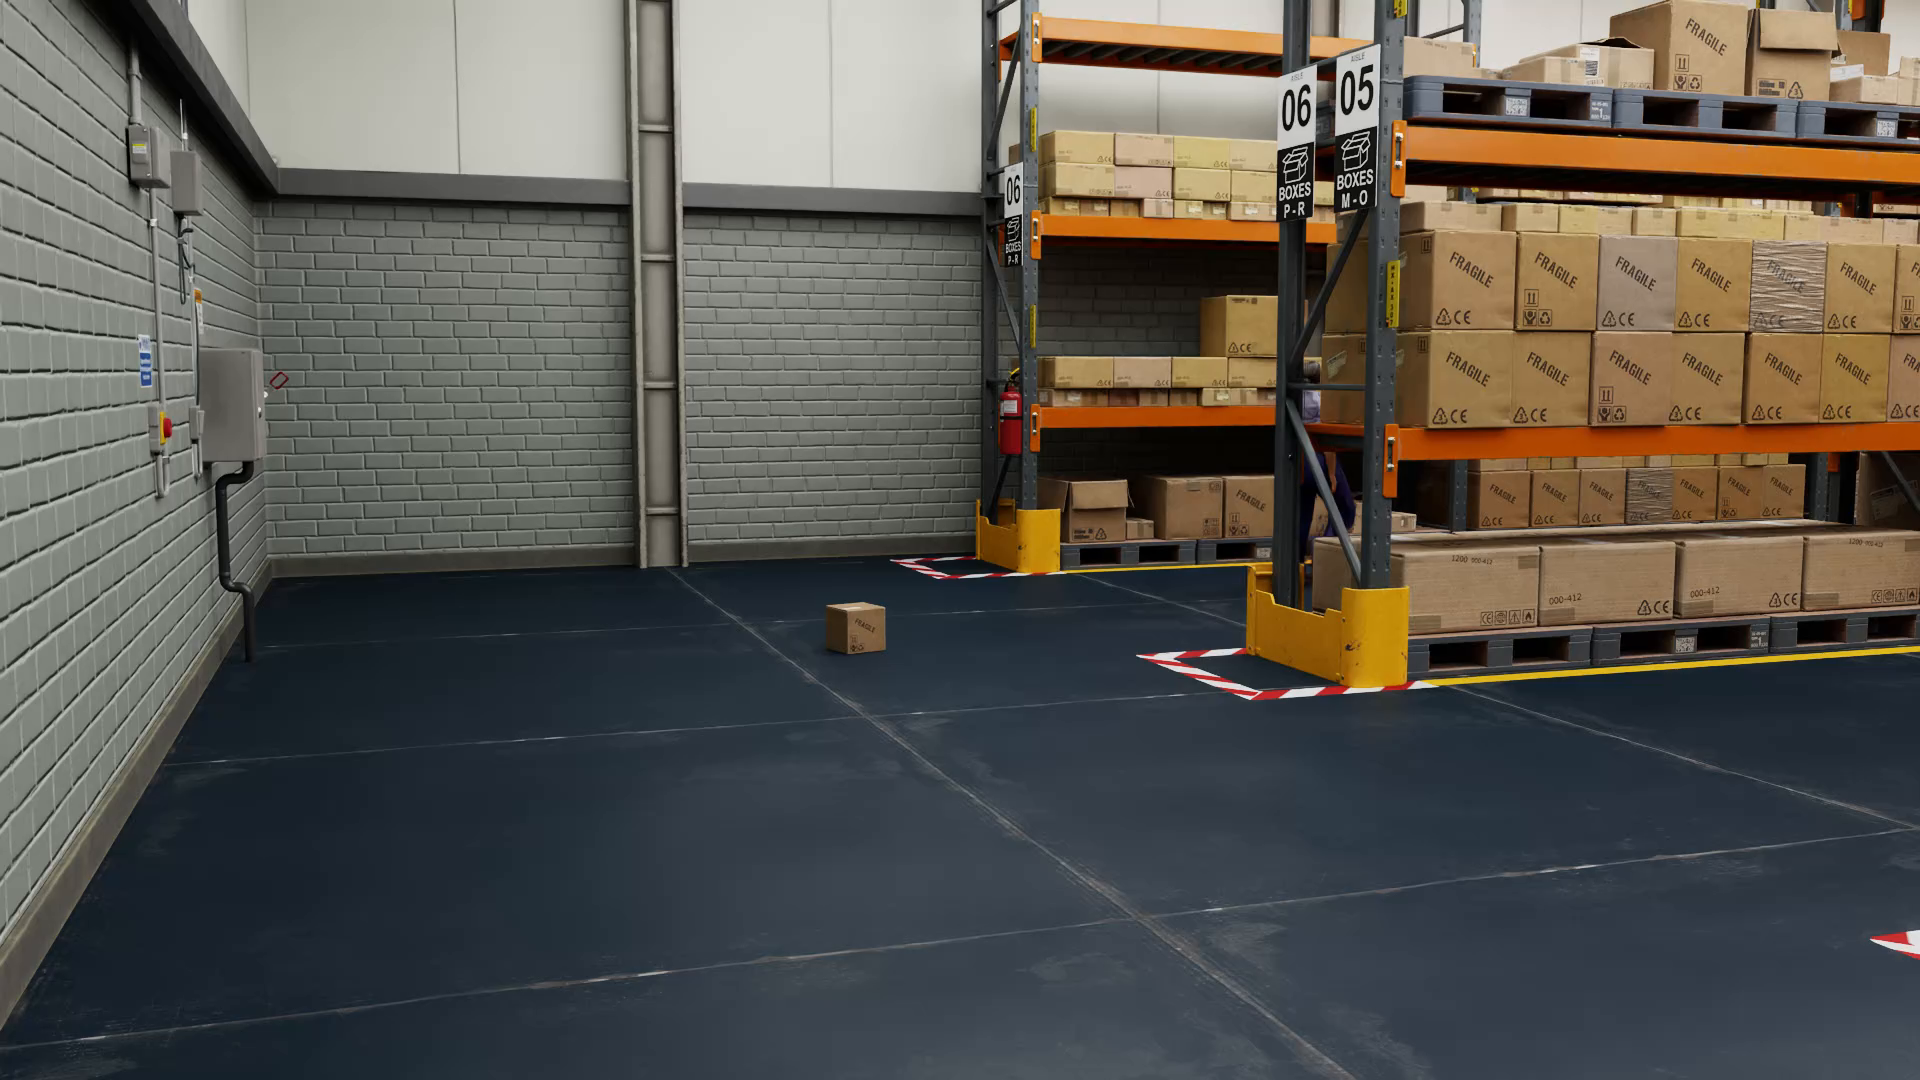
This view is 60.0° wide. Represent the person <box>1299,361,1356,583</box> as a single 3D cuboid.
[{"bbox_3d":[2.634,-0.478,12.290,0.464,1.683,0.506,-6,8,-44],"label":"person"}]
